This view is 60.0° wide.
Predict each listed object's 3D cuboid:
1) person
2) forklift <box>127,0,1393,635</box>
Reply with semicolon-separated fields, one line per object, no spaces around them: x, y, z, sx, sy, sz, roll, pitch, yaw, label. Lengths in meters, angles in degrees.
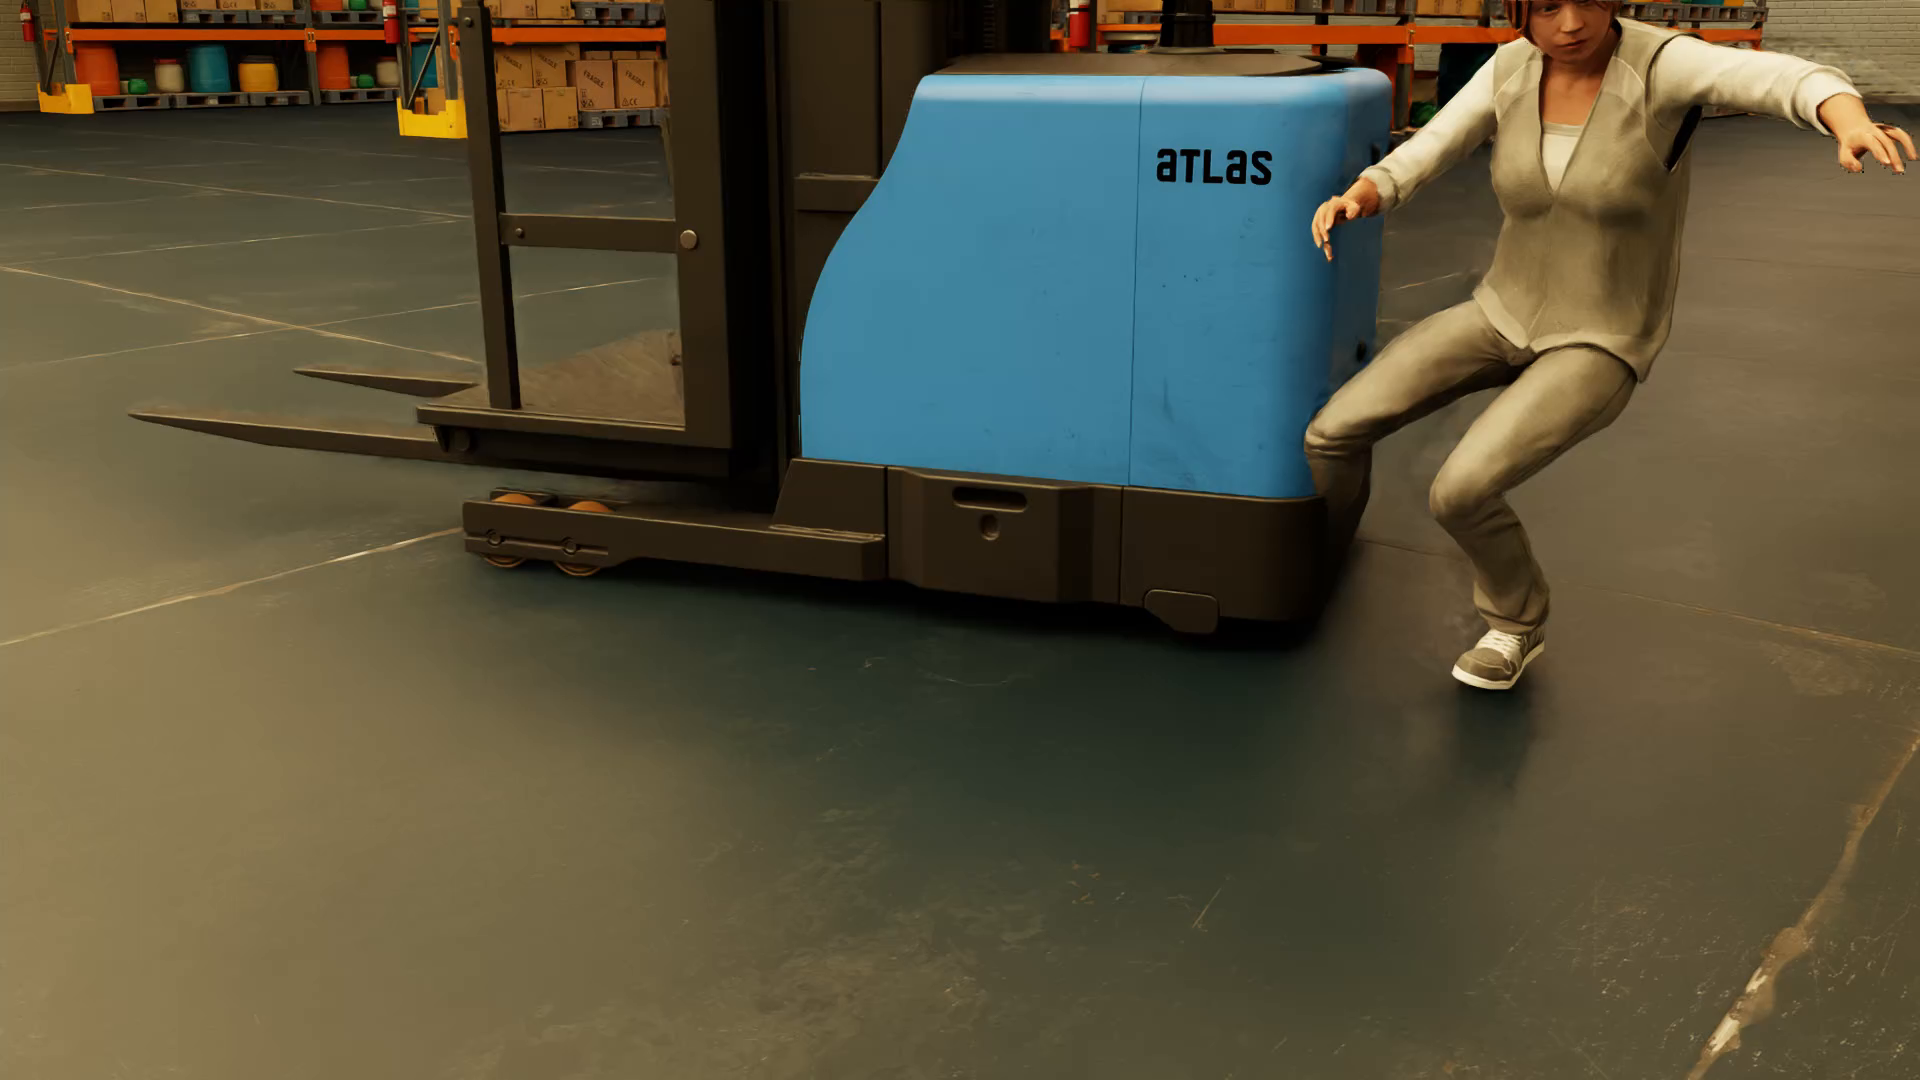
0.932;-0.359;2.828;1.309;1.340;0.723;16;23;42;person
-0.586;-1.458;3.698;3.031;2.935;1.130;6;18;18;forklift
